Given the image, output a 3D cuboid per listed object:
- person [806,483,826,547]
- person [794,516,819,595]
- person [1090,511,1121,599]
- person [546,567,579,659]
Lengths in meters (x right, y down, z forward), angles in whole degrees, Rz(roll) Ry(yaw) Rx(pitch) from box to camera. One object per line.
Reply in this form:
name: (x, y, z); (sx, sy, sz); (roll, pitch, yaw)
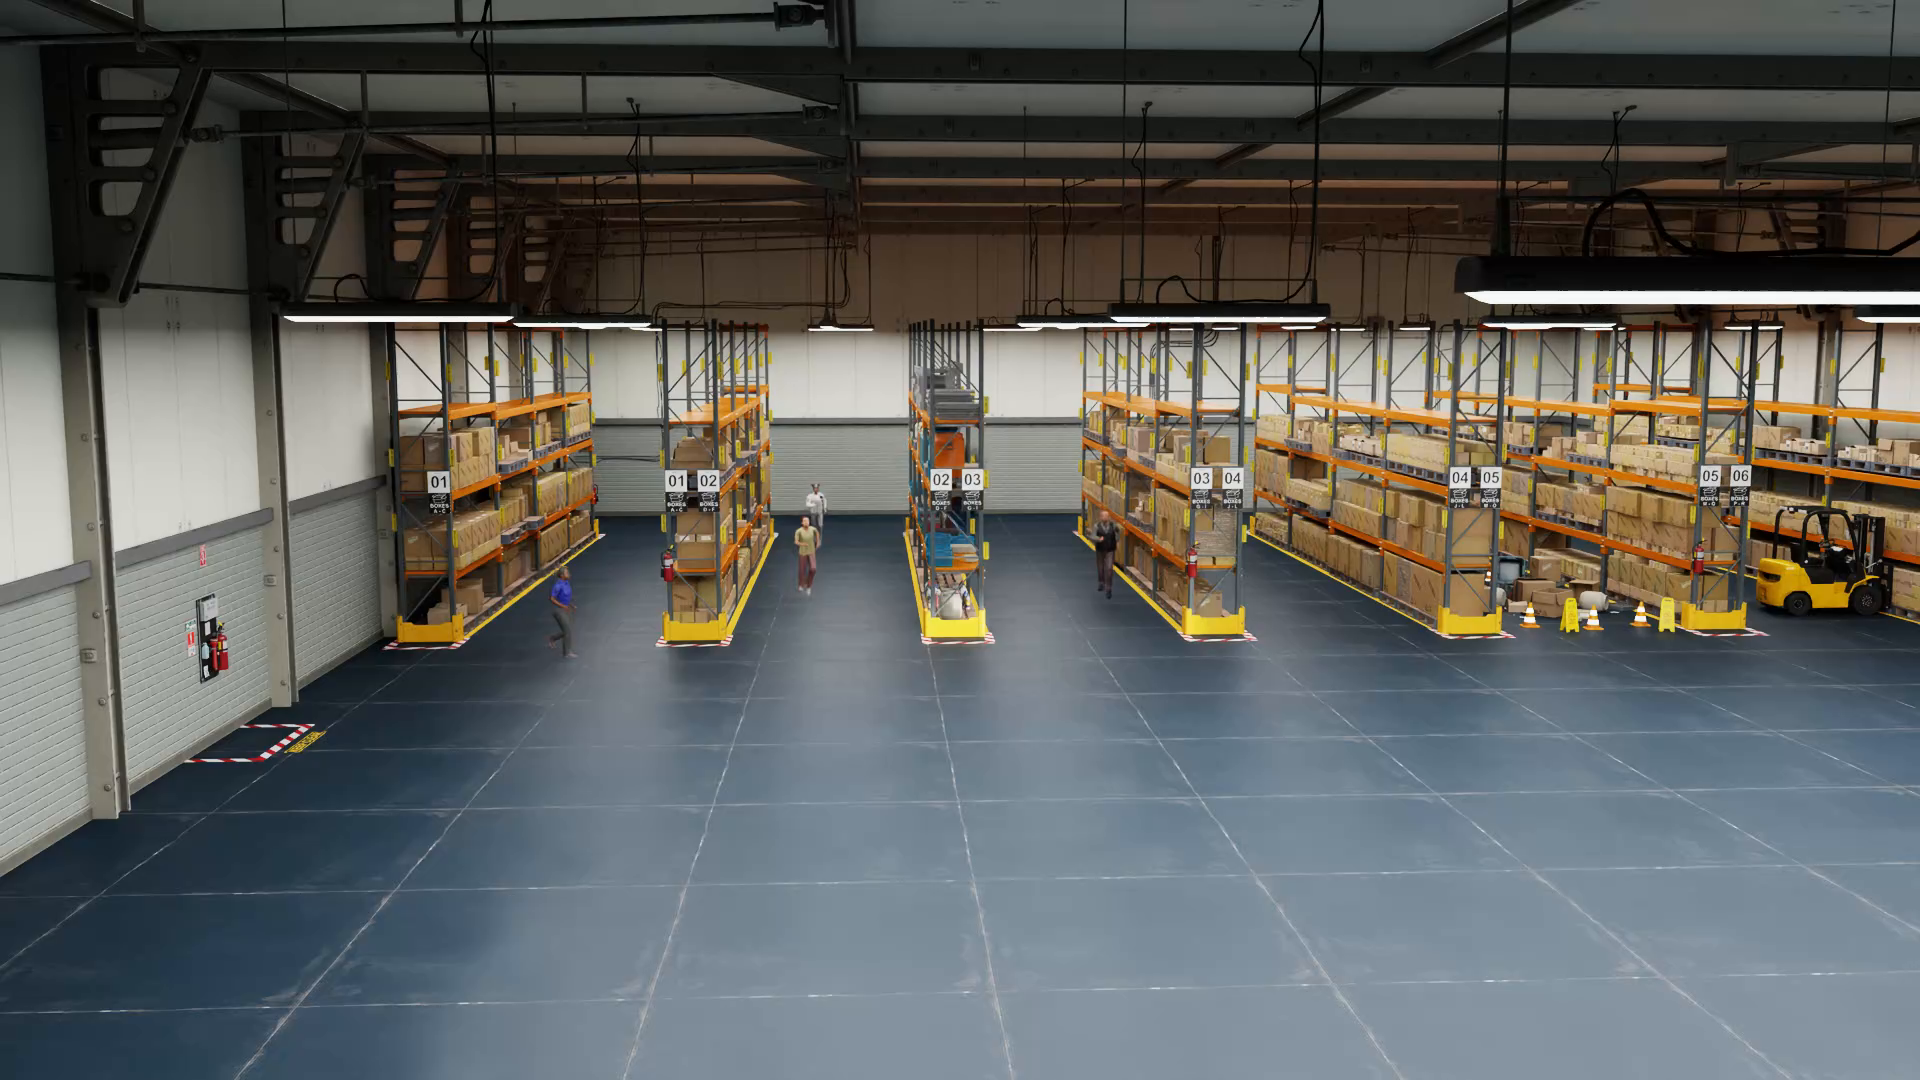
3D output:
person: (-3.897, -0.684, 45.116); (0.573, 1.744, 0.832); (-1, 7, -9)
person: (-3.202, 0.322, 34.854); (0.573, 1.669, 0.780); (-2, 7, -14)
person: (3.047, 0.295, 34.824); (0.645, 1.830, 0.812); (0, 7, 2)
person: (-7.083, 1.341, 29.492); (0.592, 1.550, 0.581); (1, 7, 11)
